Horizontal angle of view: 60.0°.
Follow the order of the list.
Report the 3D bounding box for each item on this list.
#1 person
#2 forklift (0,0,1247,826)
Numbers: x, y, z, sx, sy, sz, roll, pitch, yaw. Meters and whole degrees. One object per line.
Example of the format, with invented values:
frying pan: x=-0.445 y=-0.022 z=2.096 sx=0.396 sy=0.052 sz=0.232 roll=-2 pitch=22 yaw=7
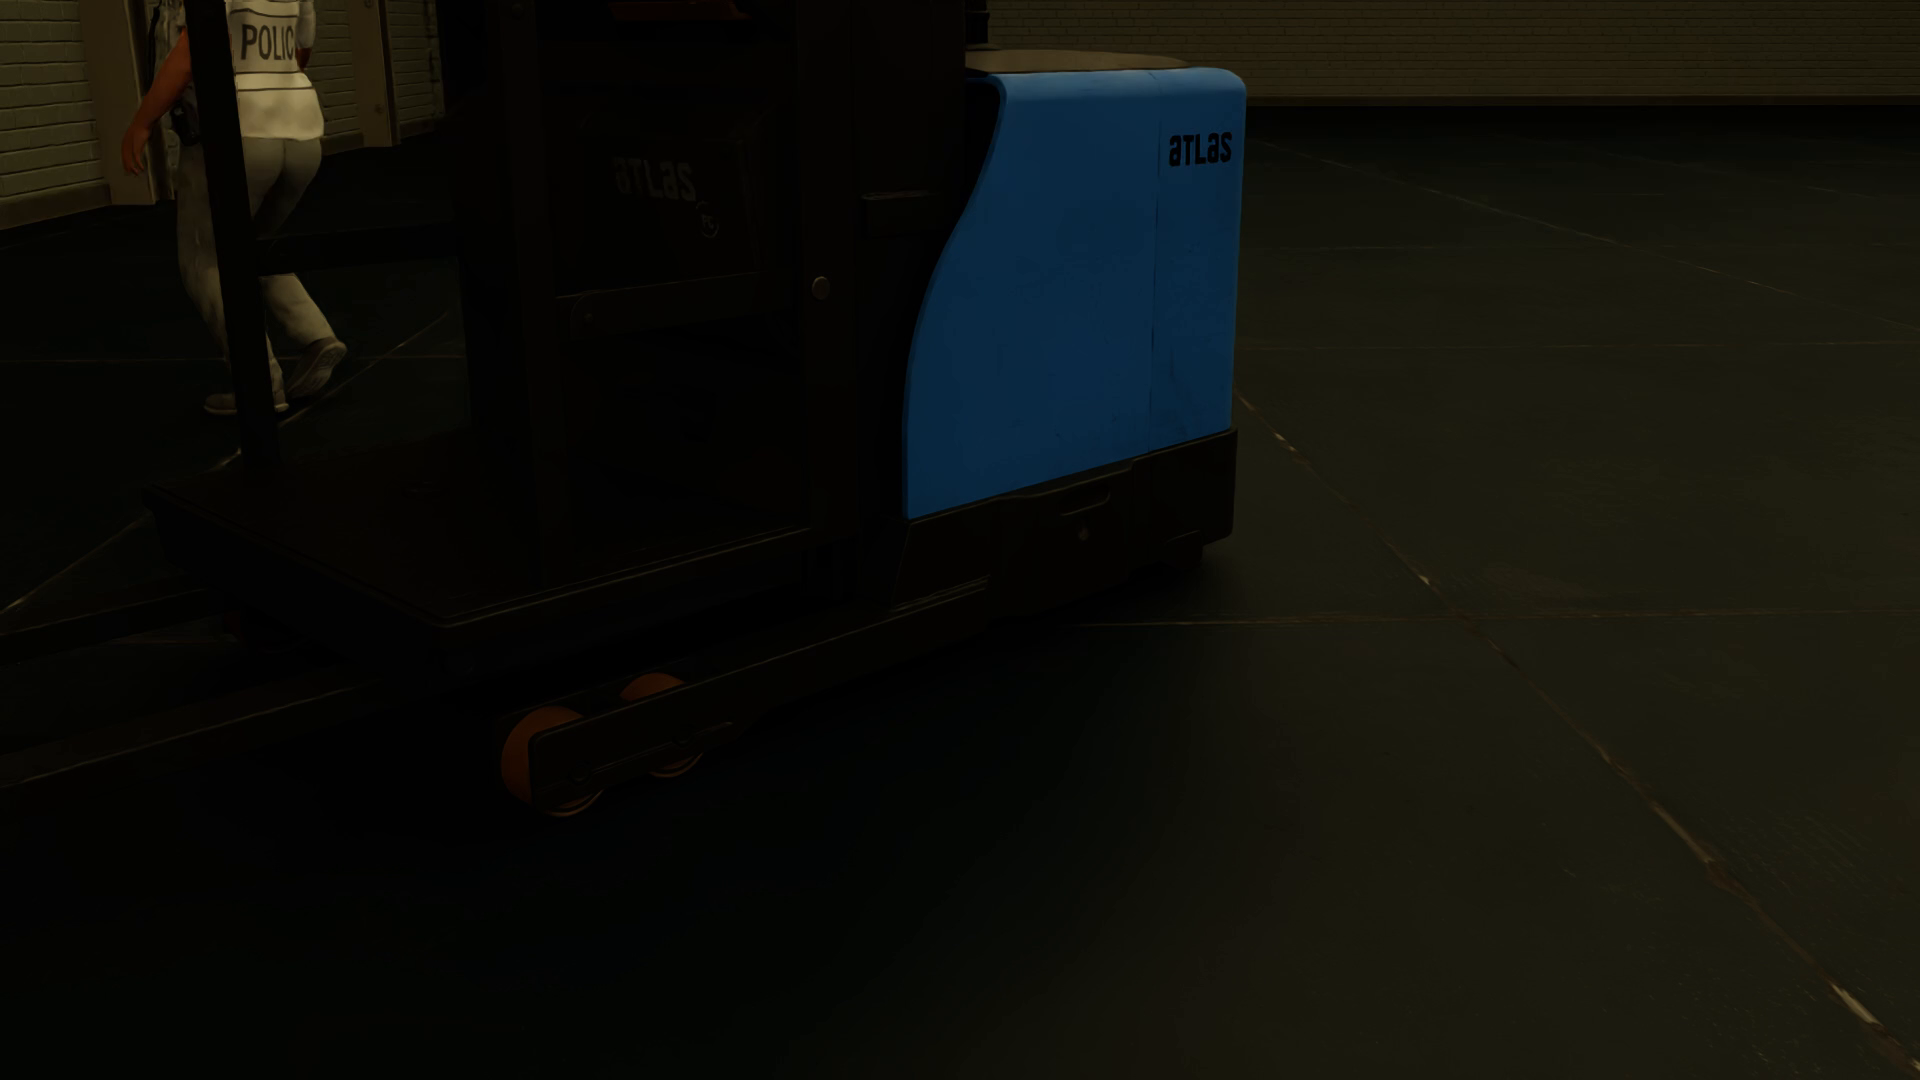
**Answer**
person: x=-2.207 y=-1.173 z=5.002 sx=0.478 sy=1.647 sz=0.732 roll=6 pitch=18 yaw=18
forklift: x=-0.775 y=-1.148 z=2.661 sx=1.130 sy=2.935 sz=3.031 roll=16 pitch=23 yaw=42
